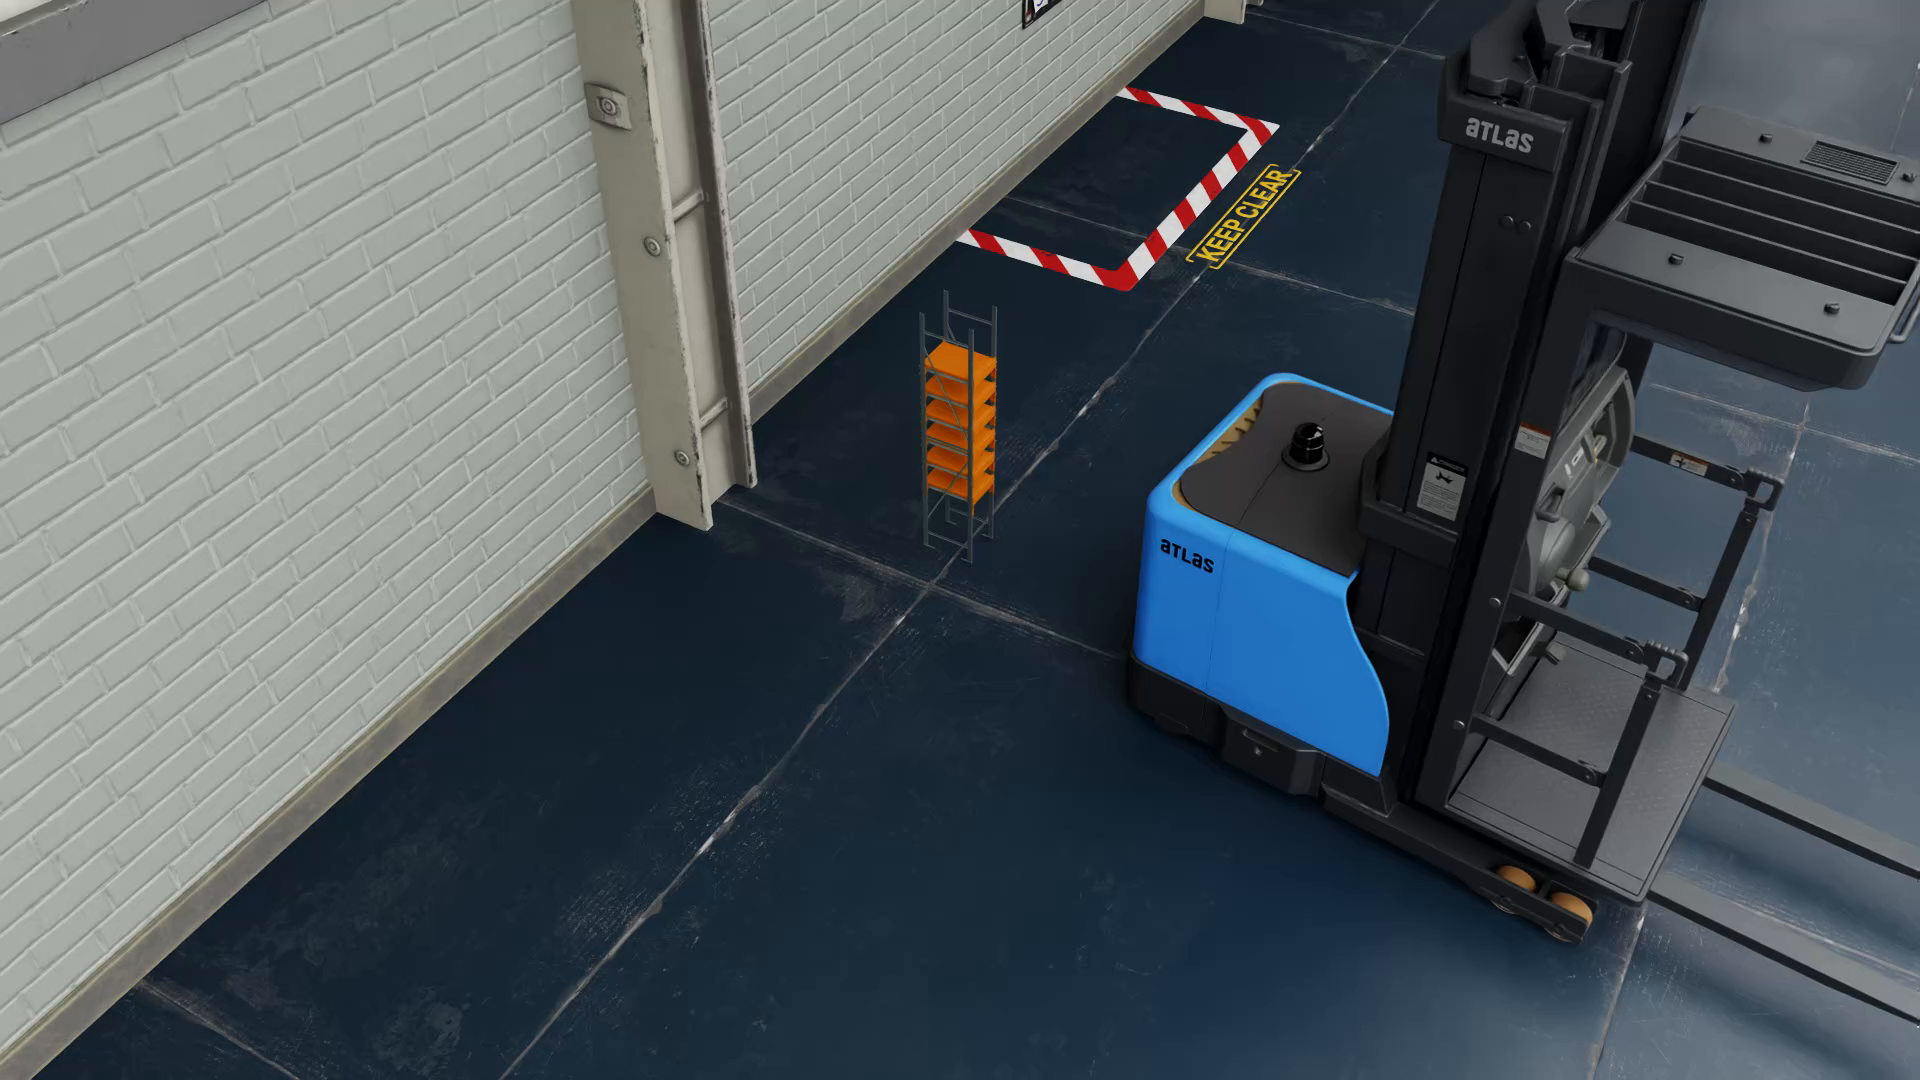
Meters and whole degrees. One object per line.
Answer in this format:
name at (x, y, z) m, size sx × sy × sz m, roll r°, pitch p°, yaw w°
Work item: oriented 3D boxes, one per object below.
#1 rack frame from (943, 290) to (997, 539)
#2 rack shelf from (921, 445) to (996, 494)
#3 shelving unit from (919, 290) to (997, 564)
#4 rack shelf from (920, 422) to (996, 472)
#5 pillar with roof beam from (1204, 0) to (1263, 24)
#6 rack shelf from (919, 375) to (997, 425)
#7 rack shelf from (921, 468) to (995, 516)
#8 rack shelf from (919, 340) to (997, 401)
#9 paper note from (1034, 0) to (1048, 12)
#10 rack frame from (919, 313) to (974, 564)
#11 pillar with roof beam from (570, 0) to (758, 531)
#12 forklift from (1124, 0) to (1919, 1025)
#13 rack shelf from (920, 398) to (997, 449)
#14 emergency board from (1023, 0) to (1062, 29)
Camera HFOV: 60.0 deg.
rack frame at (0.039, -0.494, 6.904) m, size 0.240 × 1.200 × 0.006 m, roll 21°, pitch 45°, yaw 22°
rack shelf at (-0.007, -0.319, 6.953) m, size 0.258 × 0.103 × 0.180 m, roll 21°, pitch 45°, yaw 22°
shelving unit at (-0.007, -0.442, 6.844) m, size 0.258 × 1.200 × 0.189 m, roll 21°, pitch 45°, yaw 22°
rack shelf at (-0.007, -0.409, 6.873) m, size 0.258 × 0.103 × 0.180 m, roll 21°, pitch 45°, yaw 22°
pillar with roof beam at (5.583, -5.588, 6.787) m, size 9.100 × 9.000 × 0.400 m, roll 21°, pitch 45°, yaw 22°
rack shelf at (-0.007, -0.589, 6.715) m, size 0.258 × 0.103 × 0.180 m, roll 21°, pitch 45°, yaw 22°
rack shelf at (-0.007, -0.229, 7.032) m, size 0.258 × 0.103 × 0.180 m, roll 21°, pitch 45°, yaw 22°
rack shelf at (-0.007, -0.679, 6.636) m, size 0.258 × 0.103 × 0.180 m, roll 21°, pitch 45°, yaw 22°
paper note at (0.438, -2.950, 8.997) m, size 0.016 × 0.148 × 0.142 m, roll 21°, pitch 45°, yaw 22°
rack frame at (-0.053, -0.390, 6.785) m, size 0.240 × 1.200 × 0.006 m, roll 21°, pitch 45°, yaw 22°
pillar with roof beam at (2.580, -2.155, 2.888) m, size 9.100 × 9.000 × 0.400 m, roll 21°, pitch 45°, yaw 22°
forklift at (2.132, -0.132, 5.182) m, size 3.031 × 2.935 × 1.130 m, roll 25°, pitch 47°, yaw 26°
rack shelf at (-0.007, -0.499, 6.794) m, size 0.258 × 0.103 × 0.180 m, roll 21°, pitch 45°, yaw 22°
emergency board at (0.566, -3.360, 8.796) m, size 0.157 × 1.169 × 0.626 m, roll 21°, pitch 45°, yaw 22°
